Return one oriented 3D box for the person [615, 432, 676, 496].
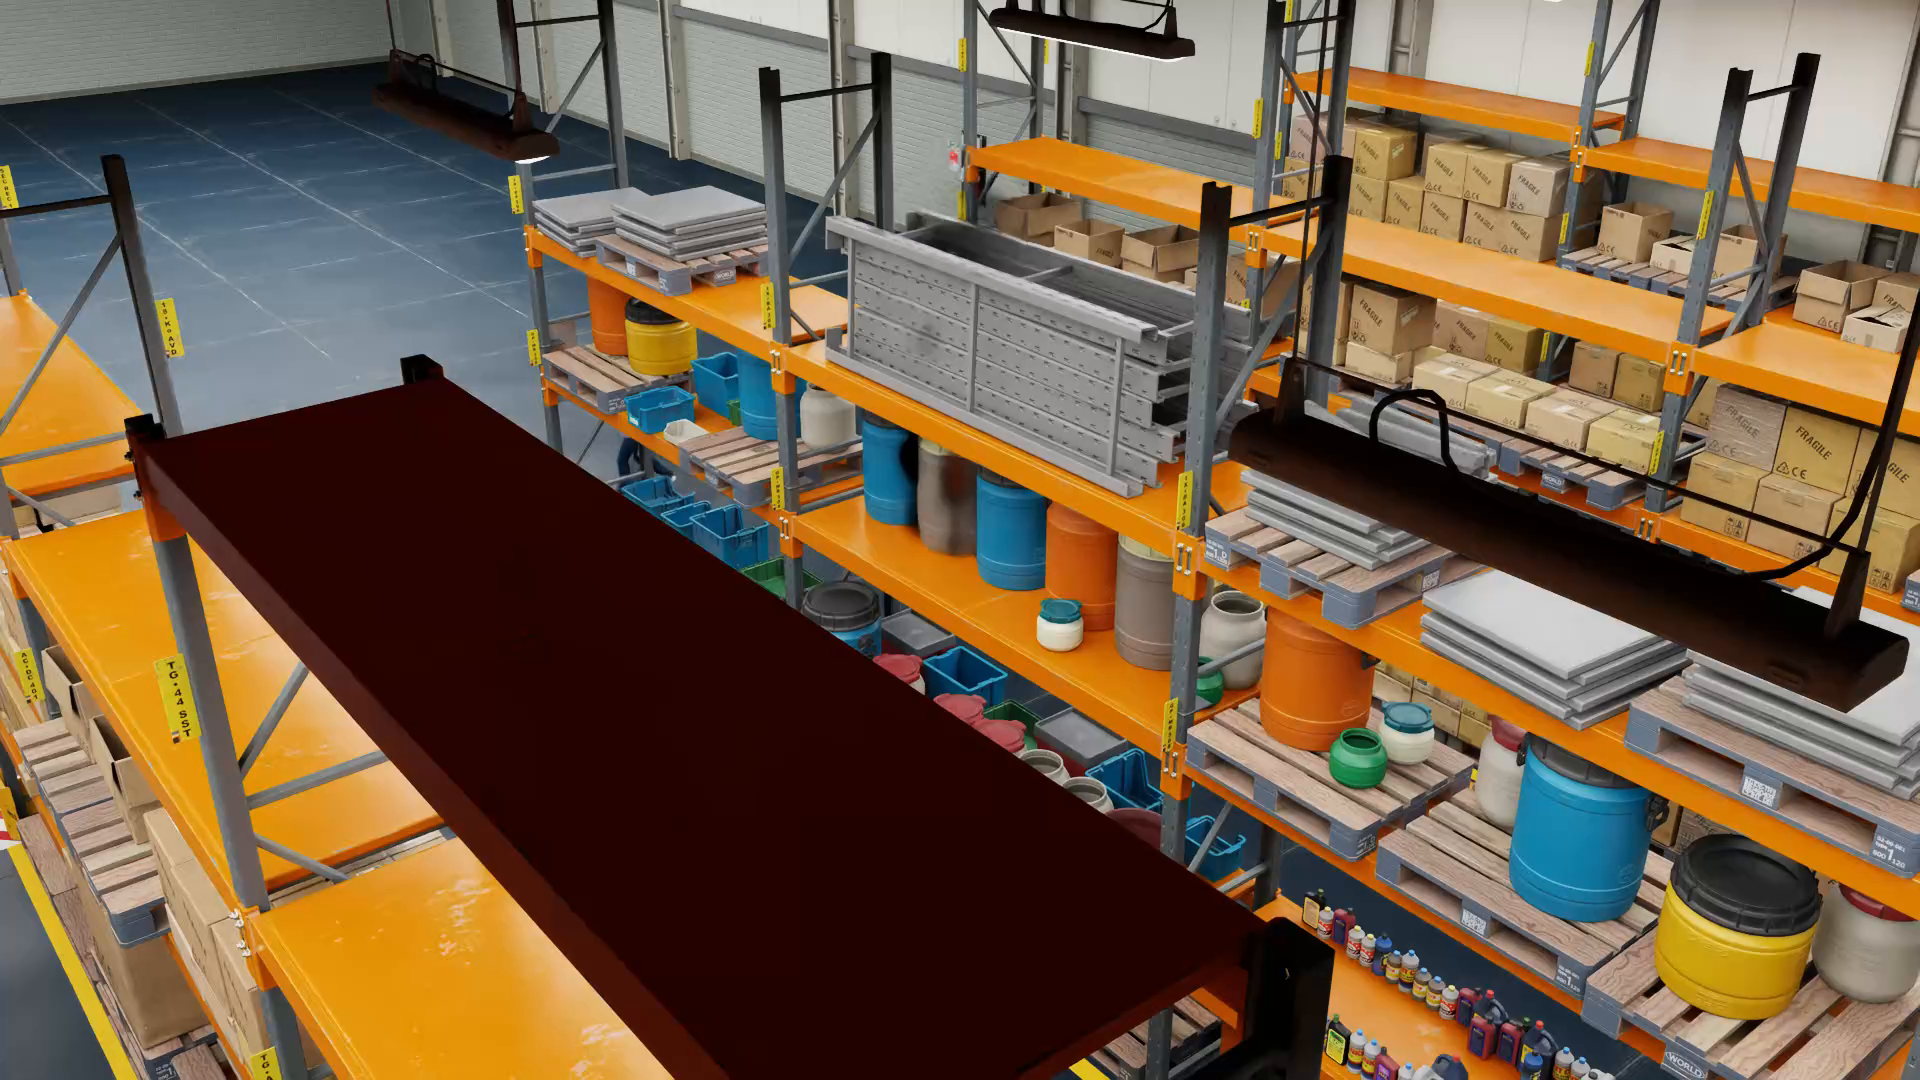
[{"bbox_3d":[-3.687,-1.203,18.911,0.816,1.619,0.522,-9,27,-17],"label":"person"}]
